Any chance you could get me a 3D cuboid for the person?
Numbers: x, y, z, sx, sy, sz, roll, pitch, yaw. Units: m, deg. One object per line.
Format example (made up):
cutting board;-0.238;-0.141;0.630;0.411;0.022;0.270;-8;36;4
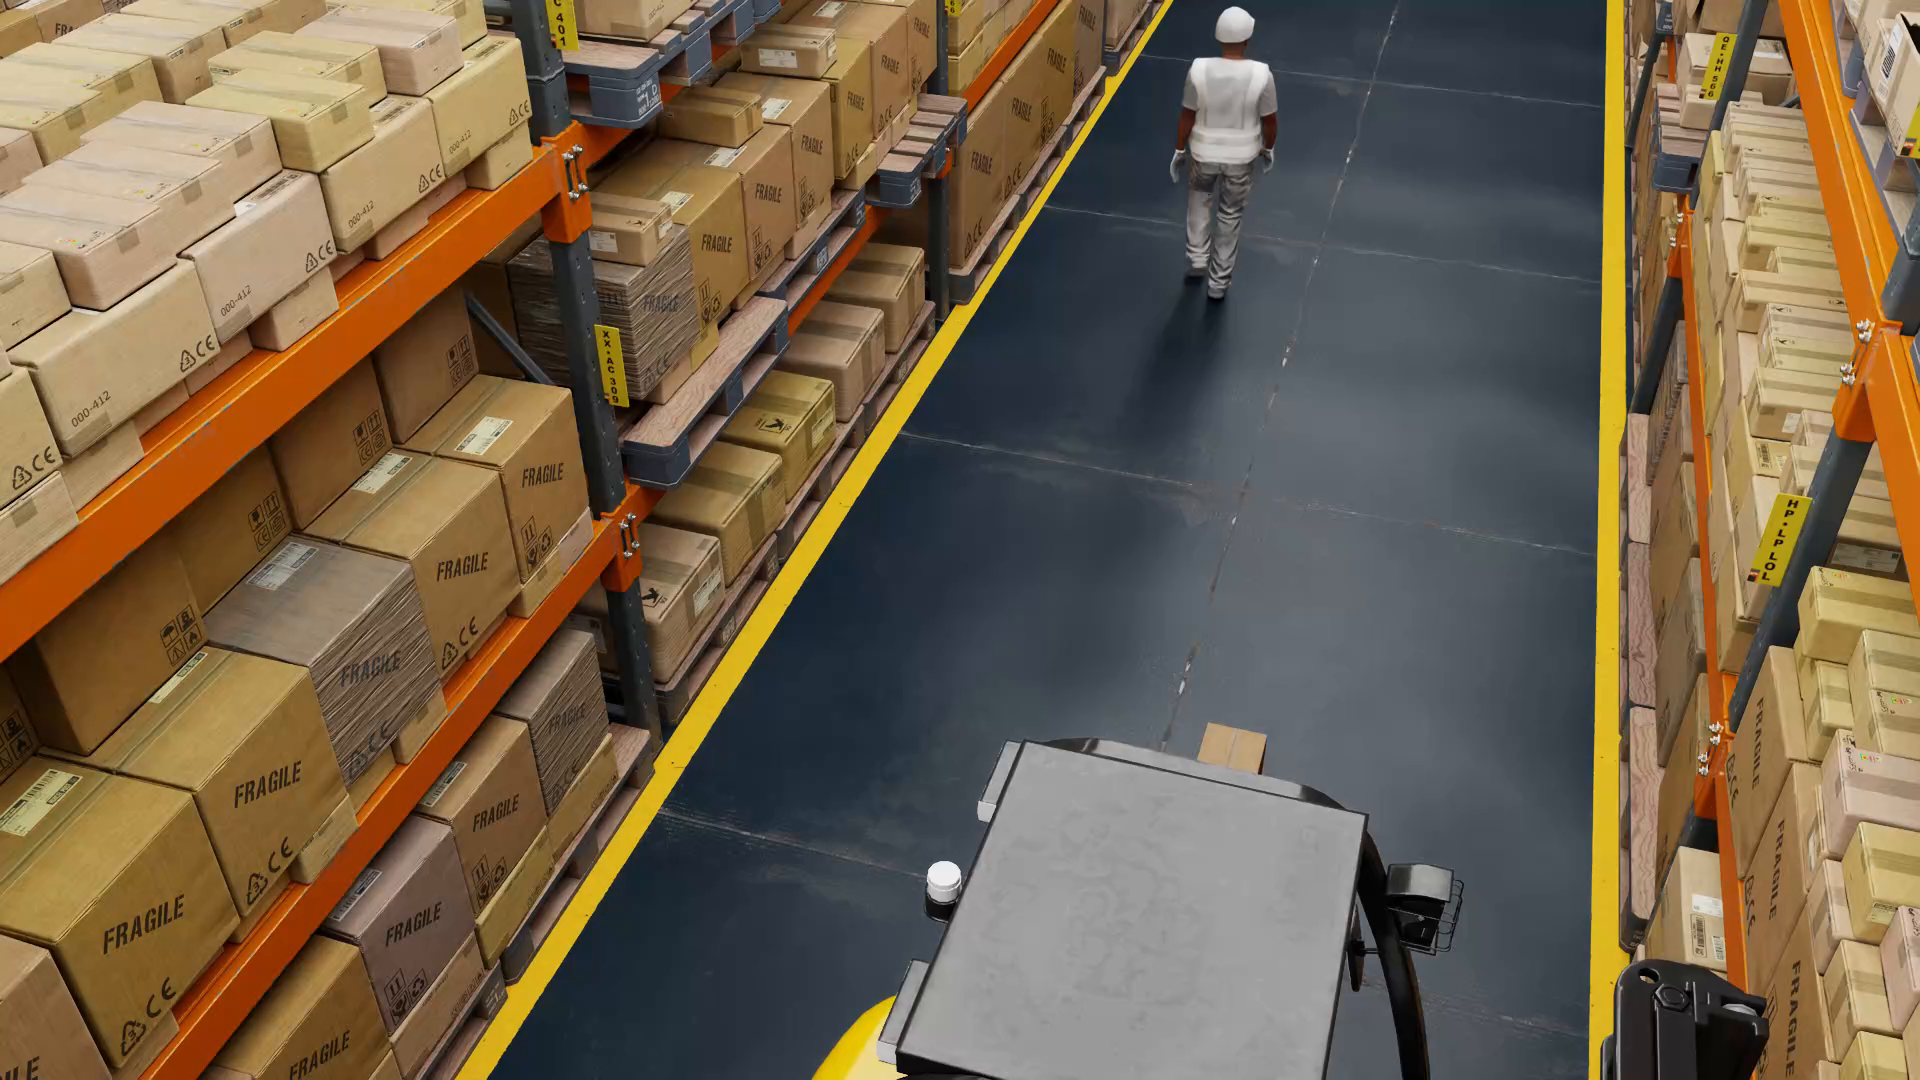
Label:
person;1.589;-2.325;9.993;0.598;1.827;0.485;9;38;12
